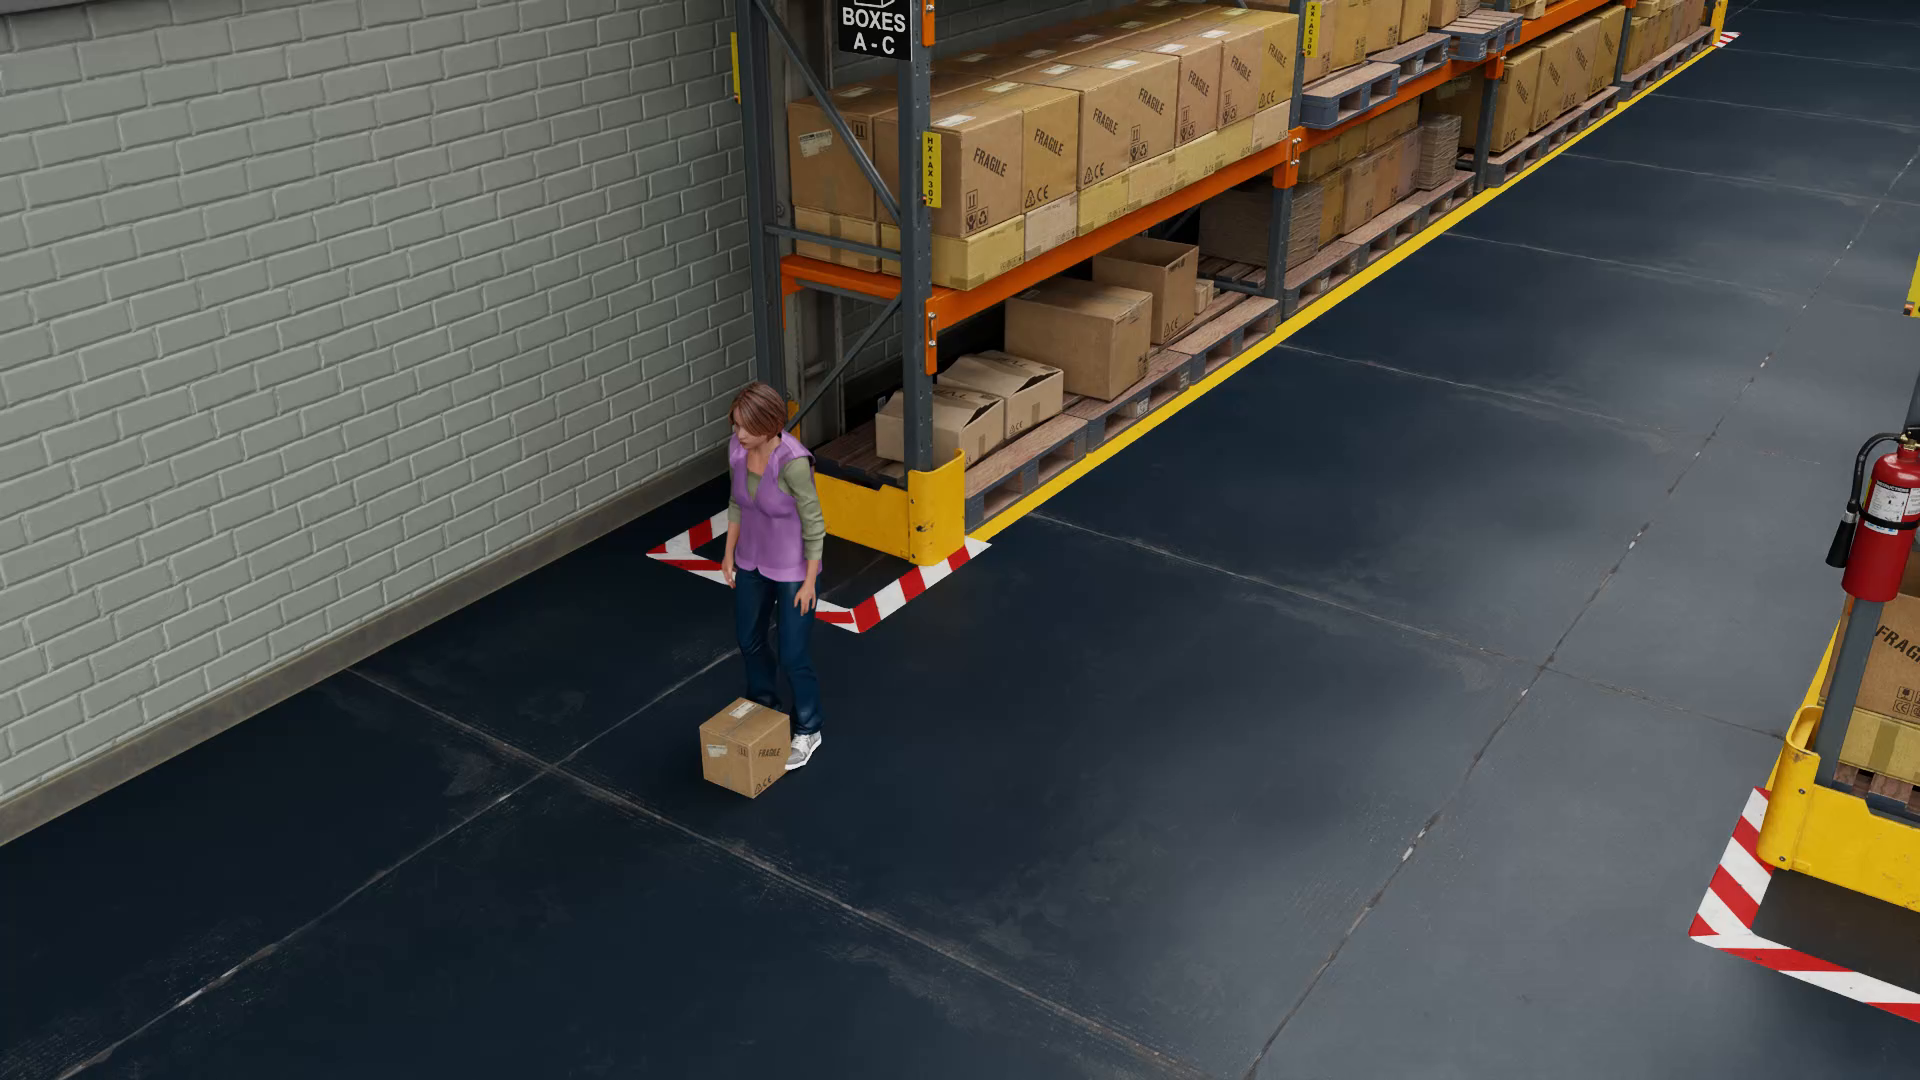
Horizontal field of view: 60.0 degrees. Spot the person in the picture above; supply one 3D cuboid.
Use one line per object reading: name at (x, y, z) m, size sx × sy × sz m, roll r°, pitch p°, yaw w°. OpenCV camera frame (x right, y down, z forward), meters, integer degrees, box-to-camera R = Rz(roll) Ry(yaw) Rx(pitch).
person at (-0.711, 0.123, 6.391) m, size 0.460 × 1.593 × 0.343 m, roll 18°, pitch 32°, yaw 31°
